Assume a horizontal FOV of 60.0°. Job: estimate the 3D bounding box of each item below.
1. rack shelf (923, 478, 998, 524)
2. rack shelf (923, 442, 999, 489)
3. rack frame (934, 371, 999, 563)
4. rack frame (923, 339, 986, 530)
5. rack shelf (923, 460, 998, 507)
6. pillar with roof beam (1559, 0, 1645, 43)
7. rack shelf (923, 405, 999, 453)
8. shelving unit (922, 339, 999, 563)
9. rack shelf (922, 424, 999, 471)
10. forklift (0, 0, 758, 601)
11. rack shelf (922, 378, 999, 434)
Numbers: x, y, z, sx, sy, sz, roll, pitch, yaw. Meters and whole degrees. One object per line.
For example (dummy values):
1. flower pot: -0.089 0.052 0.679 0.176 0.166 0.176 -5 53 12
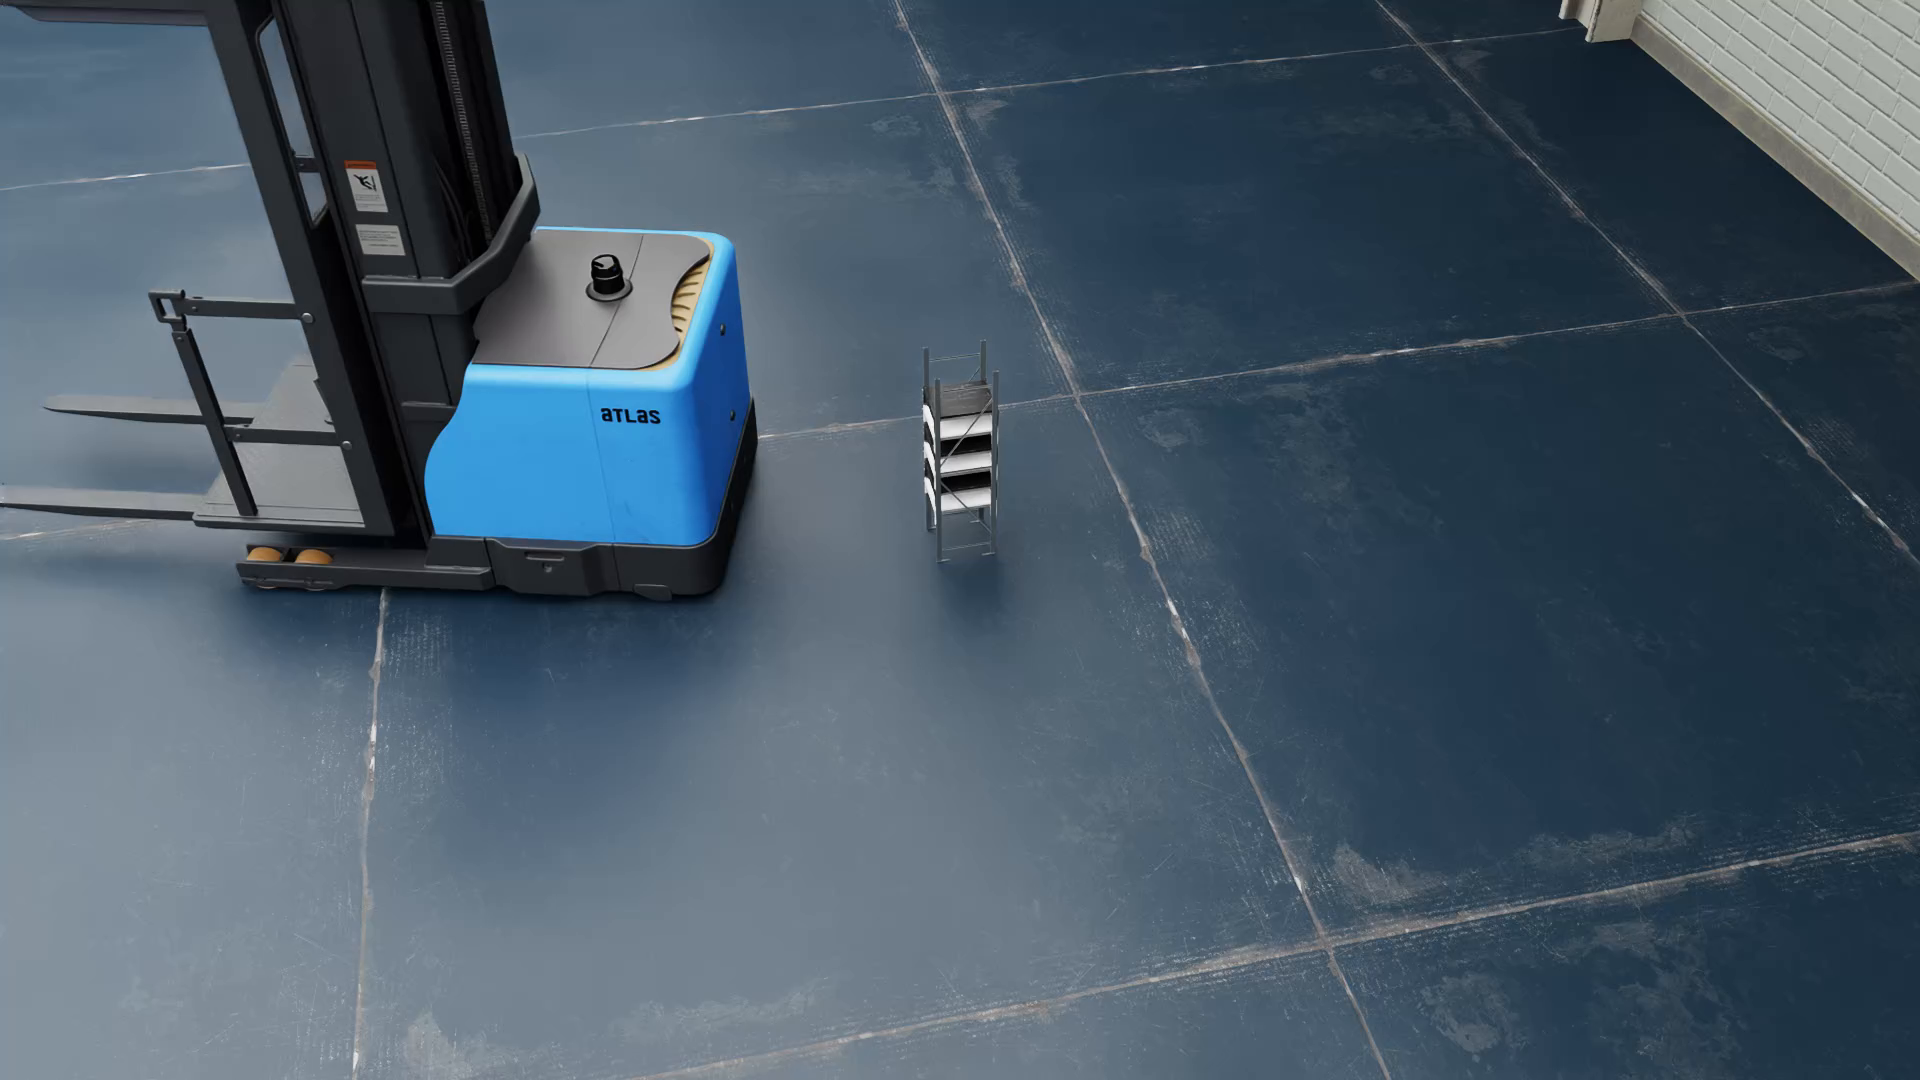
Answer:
1. rack shelf: 0.002 -0.172 6.587 0.258 0.077 0.200 -8 42 -9
2. rack shelf: 0.002 -0.306 6.467 0.258 0.077 0.200 -8 42 -9
3. rack frame: 0.024 -0.265 6.371 0.240 0.900 0.006 -8 42 -9
4. rack frame: -0.020 -0.397 6.520 0.240 0.900 0.006 -8 42 -9
5. rack shelf: 0.002 -0.239 6.527 0.258 0.077 0.200 -8 42 -9
6. pillar with roof beam: -0.243 -5.944 6.668 9.100 9.000 0.400 -8 42 -9
7. rack shelf: 0.002 -0.441 6.348 0.258 0.077 0.200 -8 42 -9
8. shelving unit: 0.002 -0.331 6.445 0.258 0.900 0.210 -8 42 -9
9. rack shelf: 0.002 -0.374 6.408 0.258 0.077 0.200 -8 42 -9
10. forklift: -2.404 -1.244 5.943 3.031 2.935 1.130 3 42 3
11. rack shelf: 0.002 -0.508 6.288 0.258 0.077 0.200 -8 42 -9
